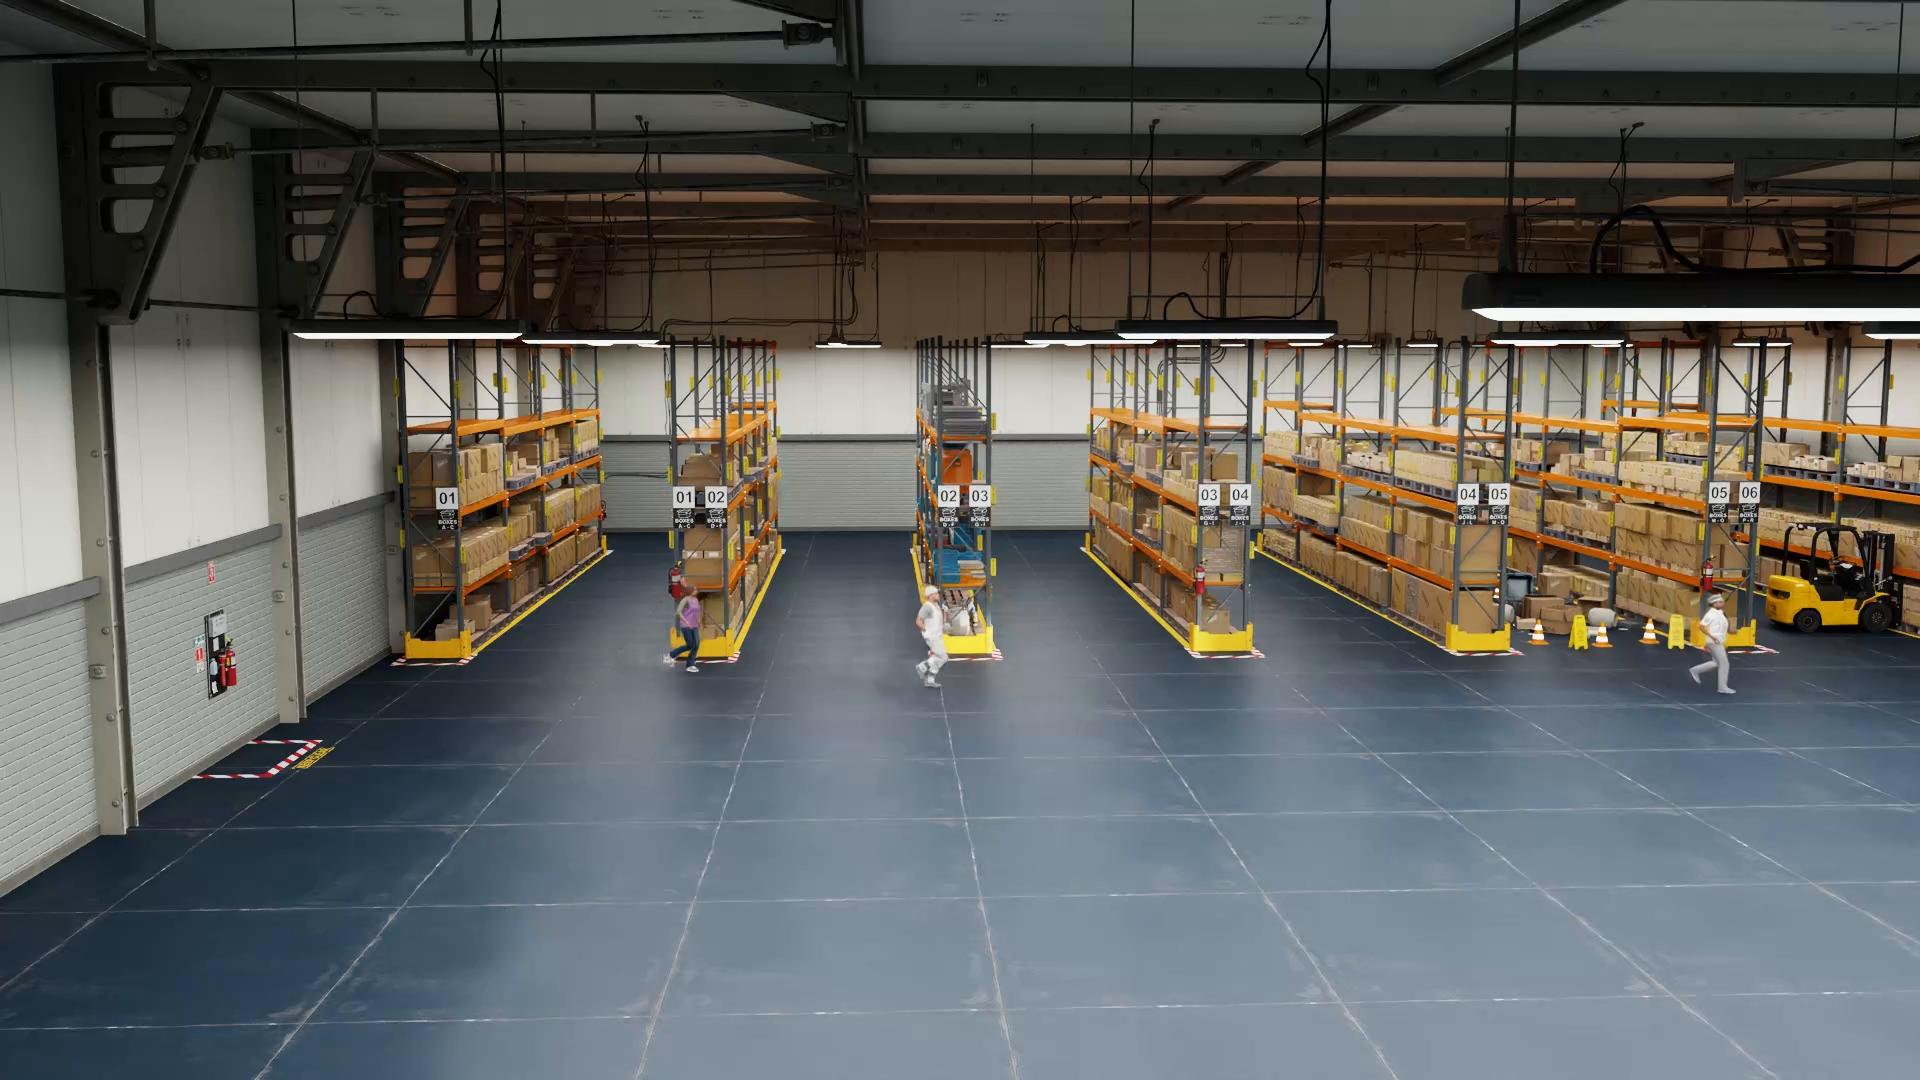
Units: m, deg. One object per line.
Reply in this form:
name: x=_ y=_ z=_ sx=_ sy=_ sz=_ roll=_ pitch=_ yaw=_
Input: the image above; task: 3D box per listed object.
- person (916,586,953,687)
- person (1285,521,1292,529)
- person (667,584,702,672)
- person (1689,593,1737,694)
person: x=-0.440 y=1.649 z=28.306 sx=0.592 sy=1.738 sz=0.656 roll=2 pitch=7 yaw=16
person: x=9.752 y=-0.600 z=48.964 sx=0.732 sy=1.567 sz=0.576 roll=5 pitch=8 yaw=40
person: x=-4.886 y=1.575 z=29.893 sx=0.631 sy=1.533 sz=0.602 roll=3 pitch=7 yaw=23
person: x=12.686 y=1.723 z=27.970 sx=0.785 sy=1.661 sz=0.588 roll=6 pitch=9 yaw=42
